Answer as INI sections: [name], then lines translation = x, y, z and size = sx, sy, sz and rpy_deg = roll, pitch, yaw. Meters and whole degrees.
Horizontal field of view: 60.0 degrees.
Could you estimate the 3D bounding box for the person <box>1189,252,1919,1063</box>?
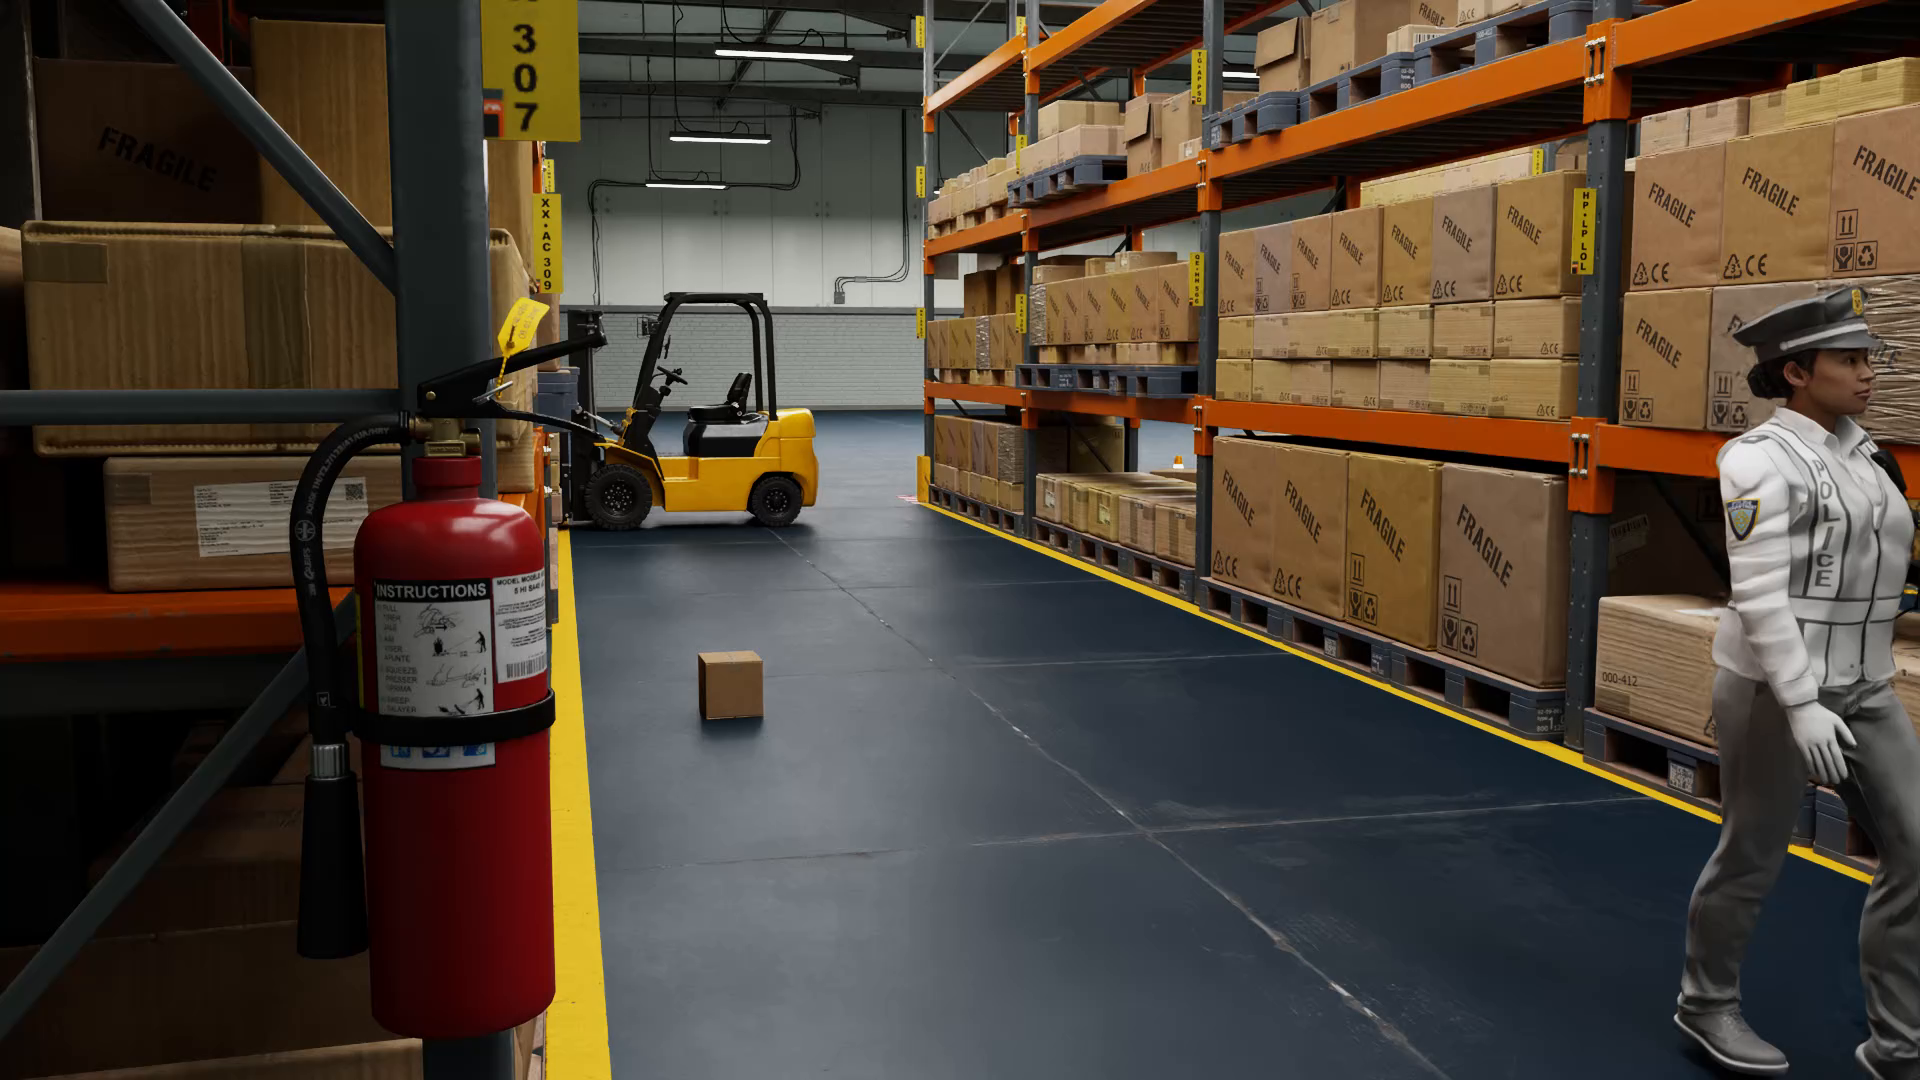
[person]
translation = 3.219, -0.492, 8.677
size = 7.840, 2.202, 8.562
rpy_deg = -3, 7, -27
